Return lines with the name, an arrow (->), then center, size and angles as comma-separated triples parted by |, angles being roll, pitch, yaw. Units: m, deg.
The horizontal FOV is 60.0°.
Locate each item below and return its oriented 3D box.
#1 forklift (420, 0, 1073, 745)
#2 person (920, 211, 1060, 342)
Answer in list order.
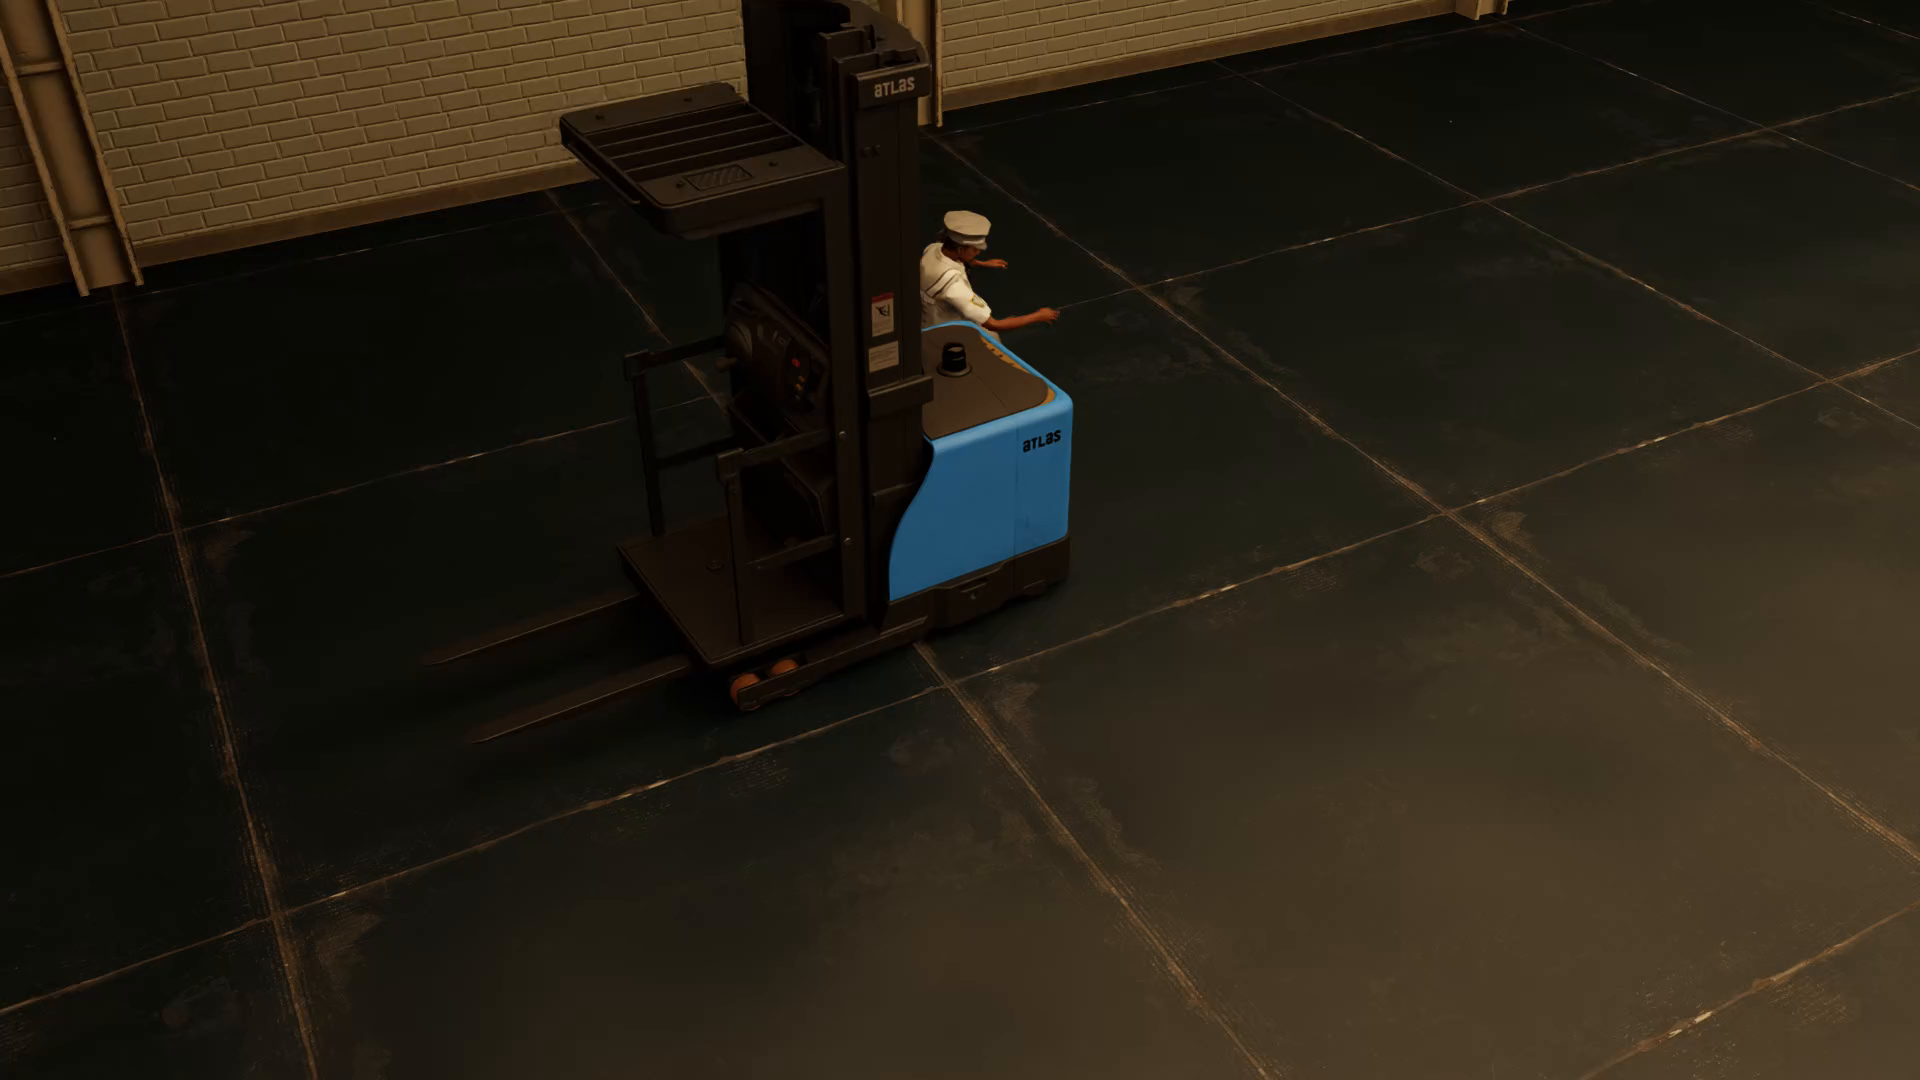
forklift -> -0.980, -0.770, 7.212 | 3.031, 2.935, 1.130 | -20, 40, -25
person -> 0.134, -1.097, 8.985 | 0.744, 1.476, 0.880 | -7, 36, -9
